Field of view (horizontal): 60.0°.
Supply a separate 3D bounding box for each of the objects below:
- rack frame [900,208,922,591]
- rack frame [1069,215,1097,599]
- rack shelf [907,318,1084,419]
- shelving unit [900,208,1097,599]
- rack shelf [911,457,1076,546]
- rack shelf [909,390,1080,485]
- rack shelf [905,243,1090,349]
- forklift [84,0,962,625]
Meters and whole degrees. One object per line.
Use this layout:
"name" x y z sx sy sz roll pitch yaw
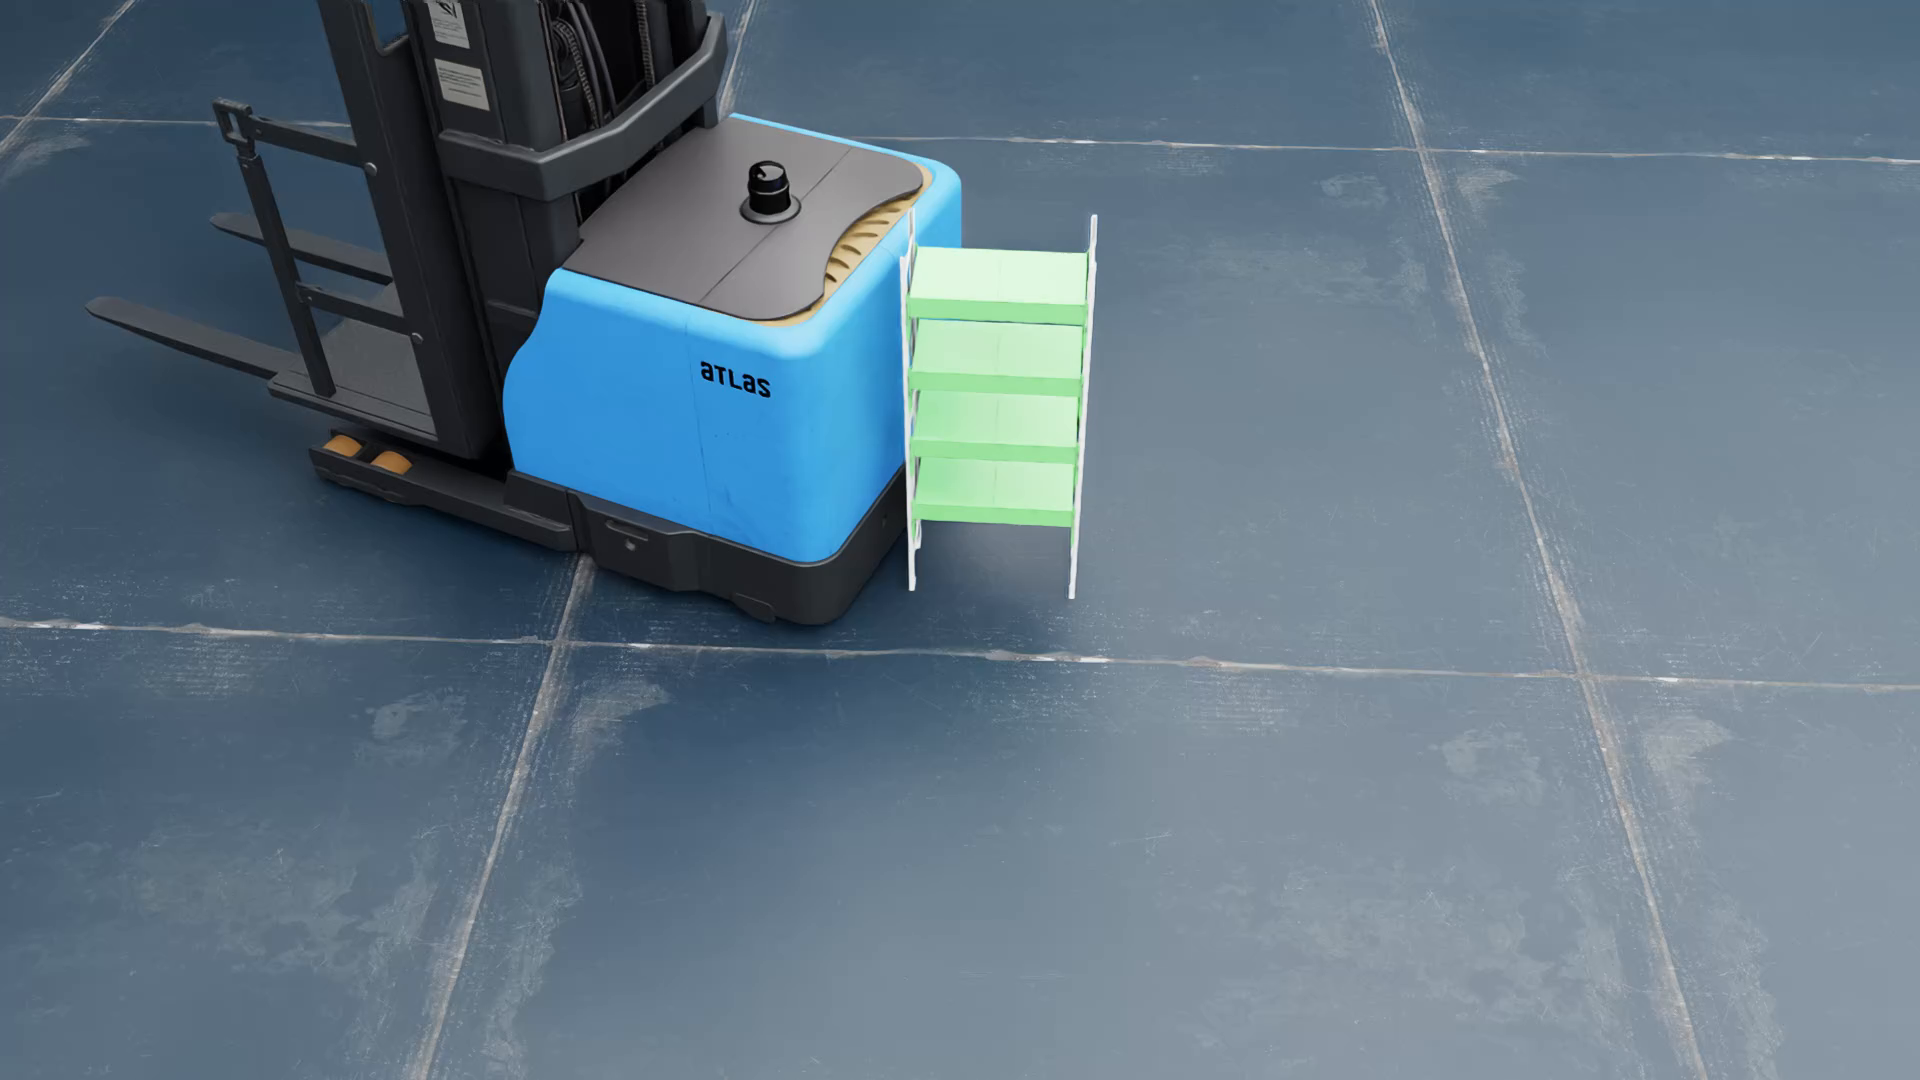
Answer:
"rack frame" -0.138 -0.366 4.762 0.015 1.200 0.240 3 43 3
"rack frame" 0.348 -0.341 4.736 0.015 1.200 0.240 3 43 3
"rack shelf" 0.105 -0.482 4.629 0.480 0.148 0.258 3 43 3
"shelving unit" 0.105 -0.353 4.749 0.503 1.200 0.258 3 43 3
"rack shelf" 0.105 -0.131 4.956 0.480 0.148 0.258 3 43 3
"rack shelf" 0.105 -0.307 4.793 0.480 0.148 0.258 3 43 3
"rack shelf" 0.105 -0.658 4.465 0.480 0.148 0.258 3 43 3
"forklift" -1.541 -1.501 4.711 3.031 2.935 1.130 17 46 18
